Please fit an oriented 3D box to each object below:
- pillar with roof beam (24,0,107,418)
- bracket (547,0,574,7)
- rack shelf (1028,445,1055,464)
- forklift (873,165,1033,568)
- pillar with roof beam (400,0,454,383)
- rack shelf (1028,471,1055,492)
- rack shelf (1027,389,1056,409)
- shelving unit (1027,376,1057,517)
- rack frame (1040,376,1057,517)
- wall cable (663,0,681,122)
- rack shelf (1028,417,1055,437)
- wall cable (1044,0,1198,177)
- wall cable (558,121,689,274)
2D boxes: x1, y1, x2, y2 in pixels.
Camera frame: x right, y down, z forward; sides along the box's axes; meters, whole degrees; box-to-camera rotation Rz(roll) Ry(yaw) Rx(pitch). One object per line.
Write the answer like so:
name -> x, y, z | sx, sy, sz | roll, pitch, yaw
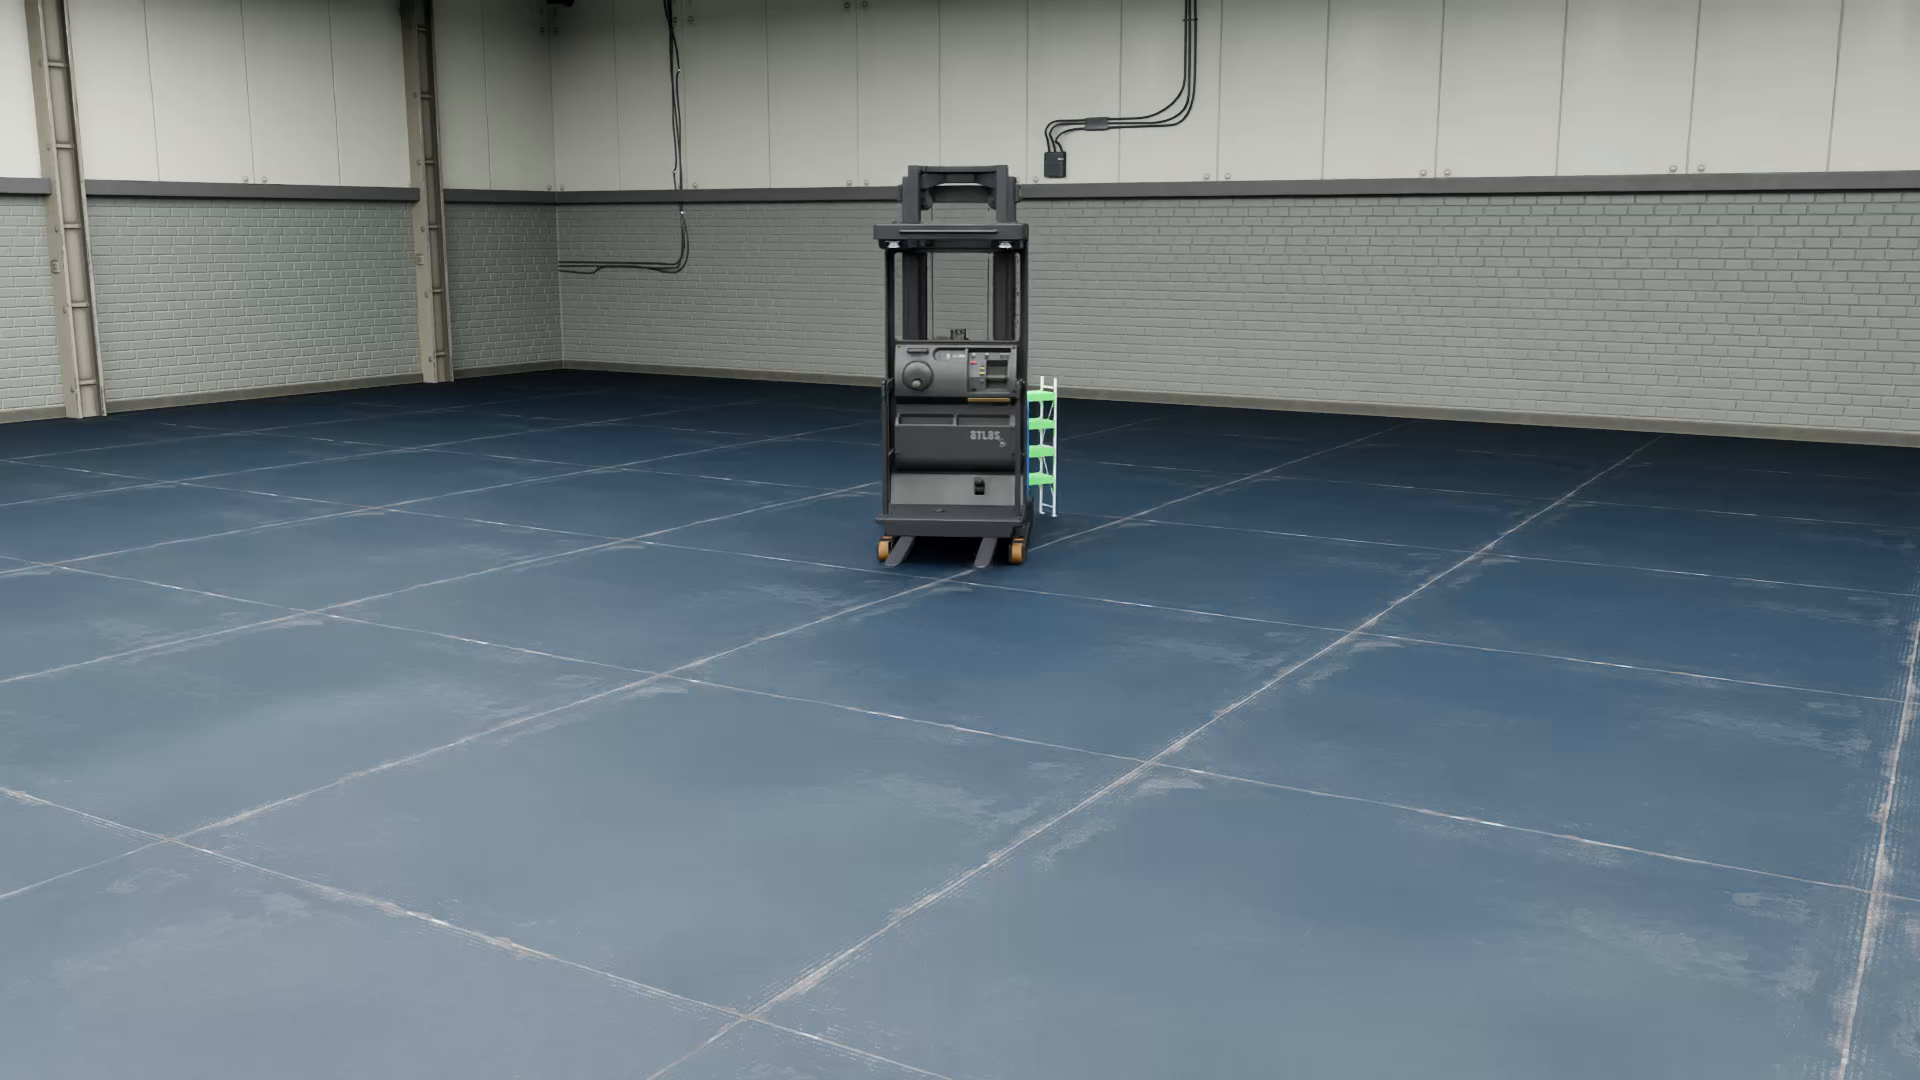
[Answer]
pillar with roof beam -> -7.979, -5.663, 19.163 | 9.100, 9.000, 0.400 | 6, 12, 31
bracket -> -6.794, -9.191, 28.227 | 0.235, 0.232, 0.430 | 6, 12, 31
rack shelf -> 0.549, -0.727, 14.336 | 0.480, 0.148, 0.258 | -6, 12, -27
forklift -> -0.046, -1.321, 12.462 | 1.130, 2.935, 3.031 | 1, 11, 4
pillar with roof beam -> -4.864, -6.607, 24.203 | 9.100, 9.000, 0.548 | 6, 12, 31
rack shelf -> 0.549, -0.491, 14.380 | 0.480, 0.148, 0.258 | -6, 12, -27
rack shelf -> 0.549, -1.198, 14.248 | 0.480, 0.148, 0.258 | -6, 12, -27
shelving unit -> 0.549, -0.789, 14.324 | 0.503, 1.200, 0.258 | -6, 12, -27
rack frame -> 0.765, -0.810, 14.436 | 0.015, 1.200, 0.240 | -6, 12, -27
wall cable -> -3.571, -8.053, 26.641 | 3.097, 2.526, 0.112 | 6, 12, 31
rack shelf -> 0.549, -0.962, 14.292 | 0.480, 0.148, 0.258 | -6, 12, -27
wall cable -> 2.222, -8.117, 23.029 | 2.305, 6.003, 0.169 | 6, 12, 31
wall cable -> -5.884, -5.829, 28.486 | 3.097, 2.526, 0.112 | 6, 12, 31
